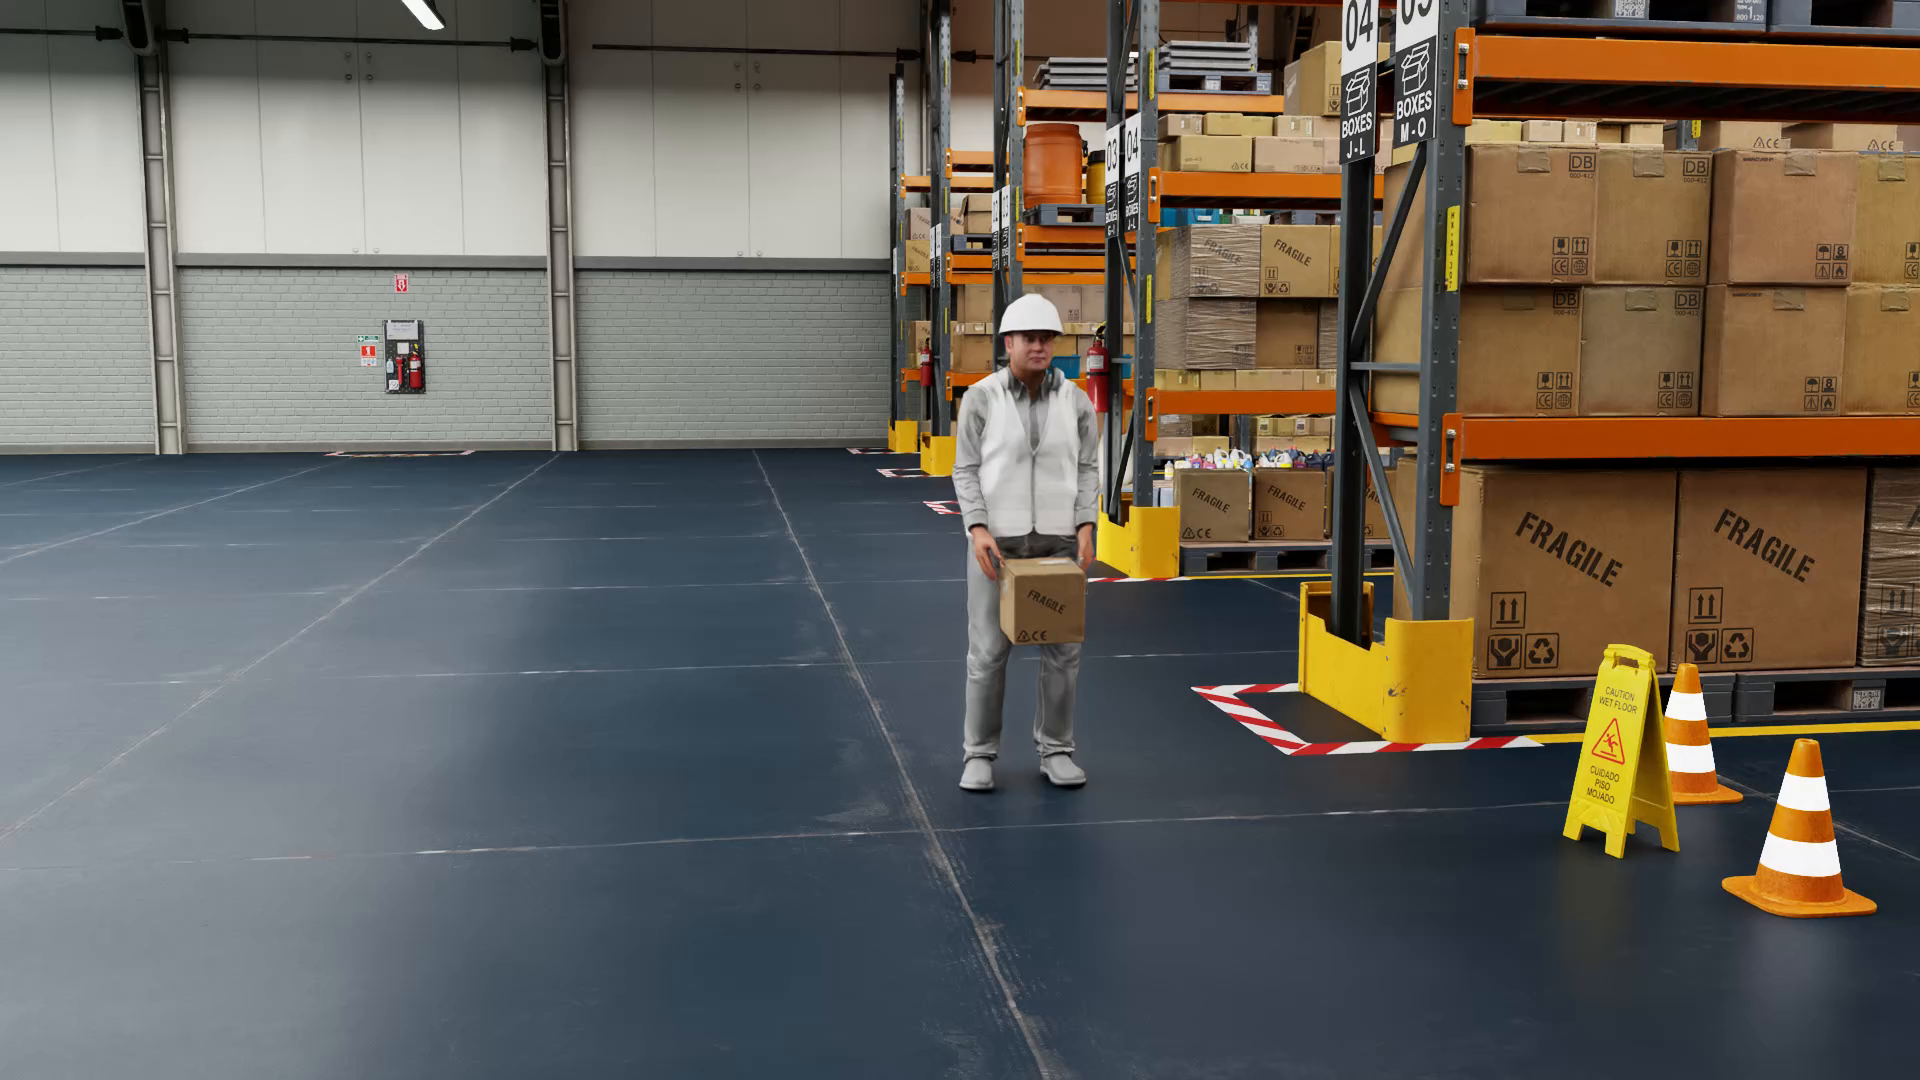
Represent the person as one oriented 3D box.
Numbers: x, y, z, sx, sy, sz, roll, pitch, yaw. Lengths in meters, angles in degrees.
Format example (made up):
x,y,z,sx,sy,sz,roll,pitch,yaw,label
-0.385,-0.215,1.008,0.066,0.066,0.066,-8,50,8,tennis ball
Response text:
x,y,z,sx,sy,sz,roll,pitch,yaw,label
0.245,0.001,6.053,0.551,1.779,0.446,-1,7,-10,person
